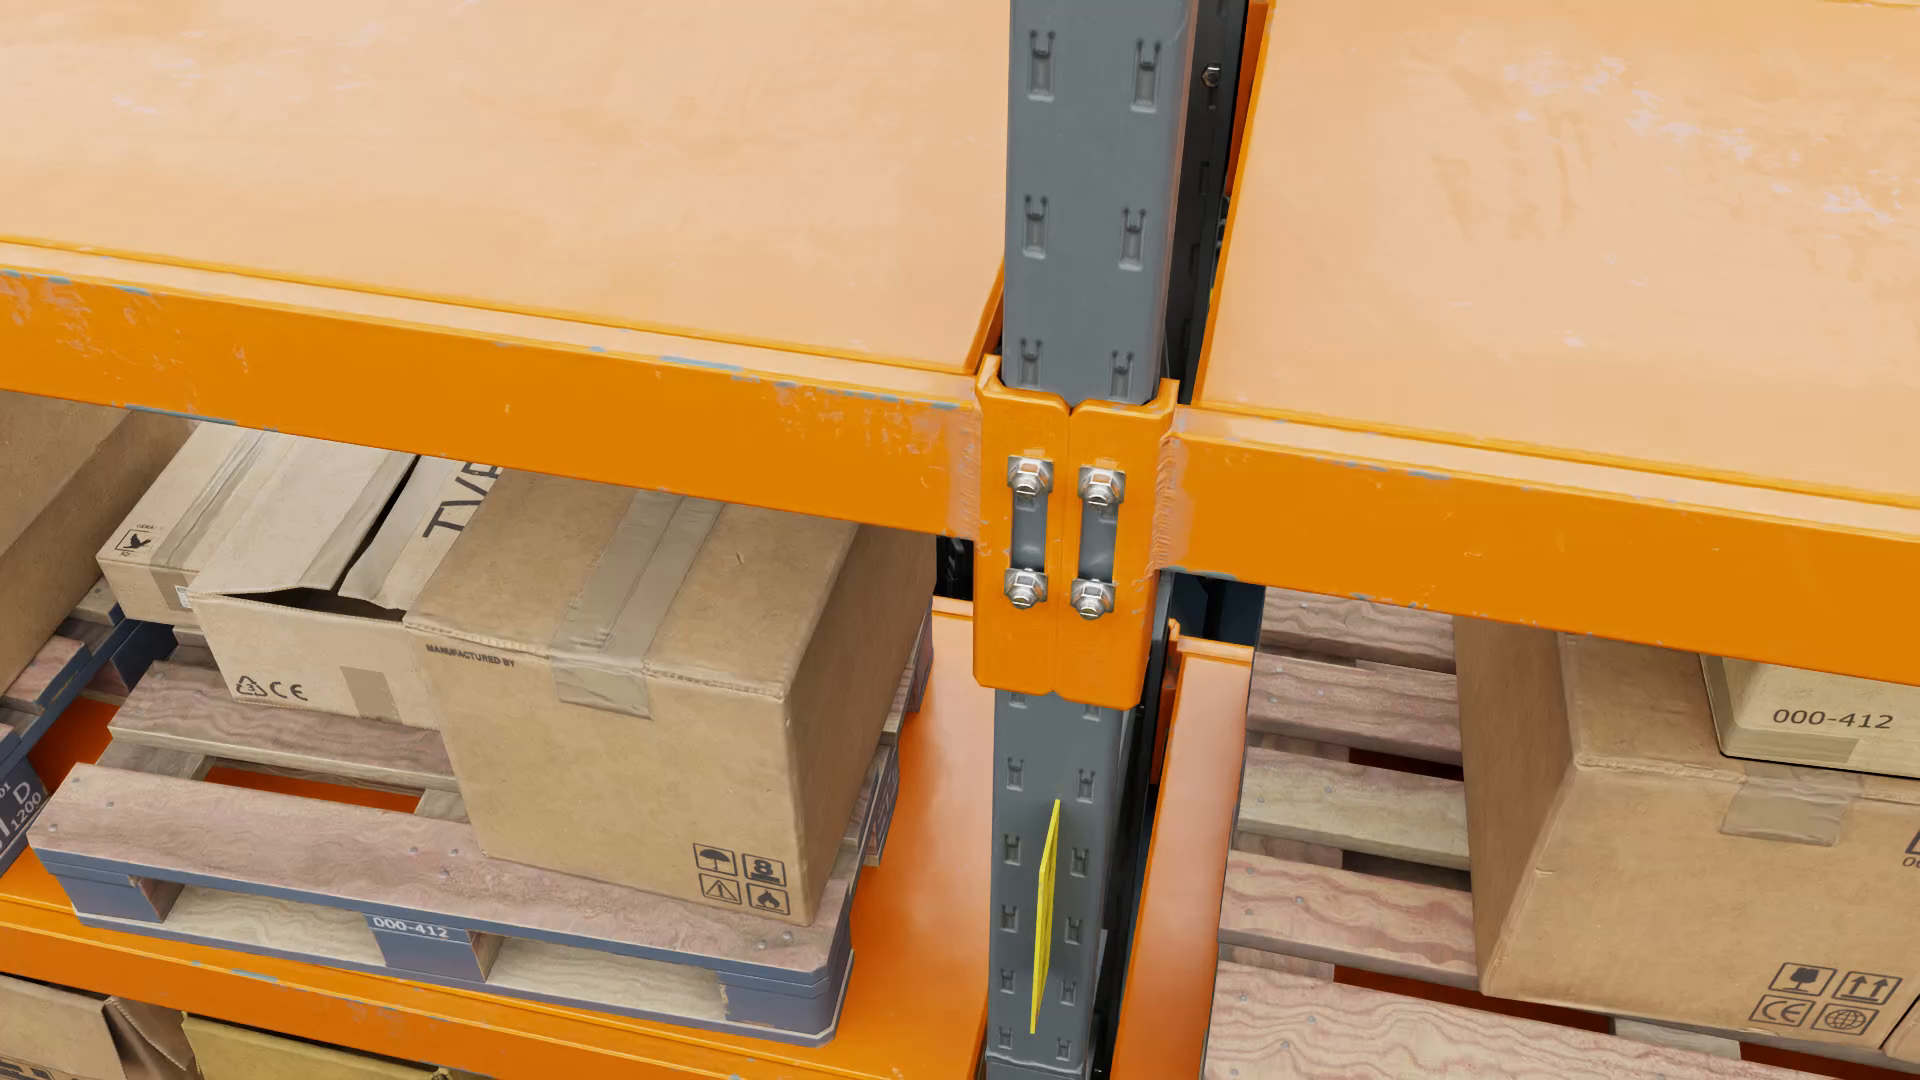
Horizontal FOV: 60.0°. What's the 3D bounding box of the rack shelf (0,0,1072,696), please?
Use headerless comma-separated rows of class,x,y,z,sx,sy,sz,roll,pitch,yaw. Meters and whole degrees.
rack shelf,-1.748,-0.628,2.180,4.000,0.370,1.077,9,45,9

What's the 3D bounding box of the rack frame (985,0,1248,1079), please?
rack frame,0.204,-0.728,1.478,0.127,3.000,1.000,9,45,9

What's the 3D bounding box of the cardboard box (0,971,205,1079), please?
cardboard box,-1.699,0.749,3.473,0.637,0.503,0.797,10,45,10

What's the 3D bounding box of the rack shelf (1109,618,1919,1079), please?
rack shelf,2.155,0.915,2.453,4.000,0.370,1.077,9,45,9

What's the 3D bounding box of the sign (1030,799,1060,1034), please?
sign,0.095,0.422,1.846,0.005,0.325,0.100,9,45,9

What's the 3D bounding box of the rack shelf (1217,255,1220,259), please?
rack shelf,-0.667,-1.962,7.605,4.000,0.370,1.077,9,45,9

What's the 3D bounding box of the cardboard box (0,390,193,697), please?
cardboard box,-1.702,-0.147,2.659,0.637,0.503,0.797,8,45,8

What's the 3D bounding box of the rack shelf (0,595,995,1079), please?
rack shelf,-1.748,0.309,3.082,4.000,0.370,1.077,9,45,9

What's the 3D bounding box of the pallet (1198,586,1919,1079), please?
pallet,1.000,0.515,2.413,1.213,0.211,1.003,9,45,9

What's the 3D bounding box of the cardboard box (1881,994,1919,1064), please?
cardboard box,1.504,0.291,2.134,0.500,0.500,0.700,11,45,11

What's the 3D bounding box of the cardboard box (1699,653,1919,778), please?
cardboard box,1.120,0.006,1.890,0.500,0.250,0.500,6,44,6

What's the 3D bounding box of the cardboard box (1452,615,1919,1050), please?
cardboard box,0.980,0.207,2.222,0.500,0.500,0.700,6,44,7

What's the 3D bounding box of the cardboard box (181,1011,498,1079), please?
cardboard box,-1.089,0.833,3.386,0.637,0.503,0.797,9,45,10

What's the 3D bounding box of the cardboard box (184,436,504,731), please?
cardboard box,-0.847,0.006,2.639,0.500,0.311,0.500,7,44,8

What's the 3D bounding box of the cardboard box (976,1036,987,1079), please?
cardboard box,-0.191,1.158,3.771,0.500,0.500,0.500,9,45,9

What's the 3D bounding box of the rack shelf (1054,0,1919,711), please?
rack shelf,2.155,-0.022,1.551,4.000,0.370,1.077,9,45,9

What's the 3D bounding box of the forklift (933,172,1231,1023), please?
forklift,0.357,-0.372,5.483,1.130,2.935,3.031,-14,46,-14

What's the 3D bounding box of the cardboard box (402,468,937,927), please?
cardboard box,-0.365,0.084,2.422,0.500,0.500,0.700,10,45,10

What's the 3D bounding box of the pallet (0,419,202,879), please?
pallet,-1.968,0.044,2.975,1.213,0.211,1.003,11,45,11

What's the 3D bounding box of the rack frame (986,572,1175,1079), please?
rack frame,0.204,1.433,3.558,0.127,3.000,1.000,9,45,9

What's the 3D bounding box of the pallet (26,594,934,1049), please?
pallet,-0.702,0.316,2.694,1.217,0.209,0.805,7,44,7

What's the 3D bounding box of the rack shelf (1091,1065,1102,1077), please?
rack shelf,2.155,1.995,3.493,4.000,0.370,1.077,9,45,9

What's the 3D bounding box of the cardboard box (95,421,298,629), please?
cardboard box,-1.217,-0.035,2.799,0.250,0.149,0.380,7,44,7
